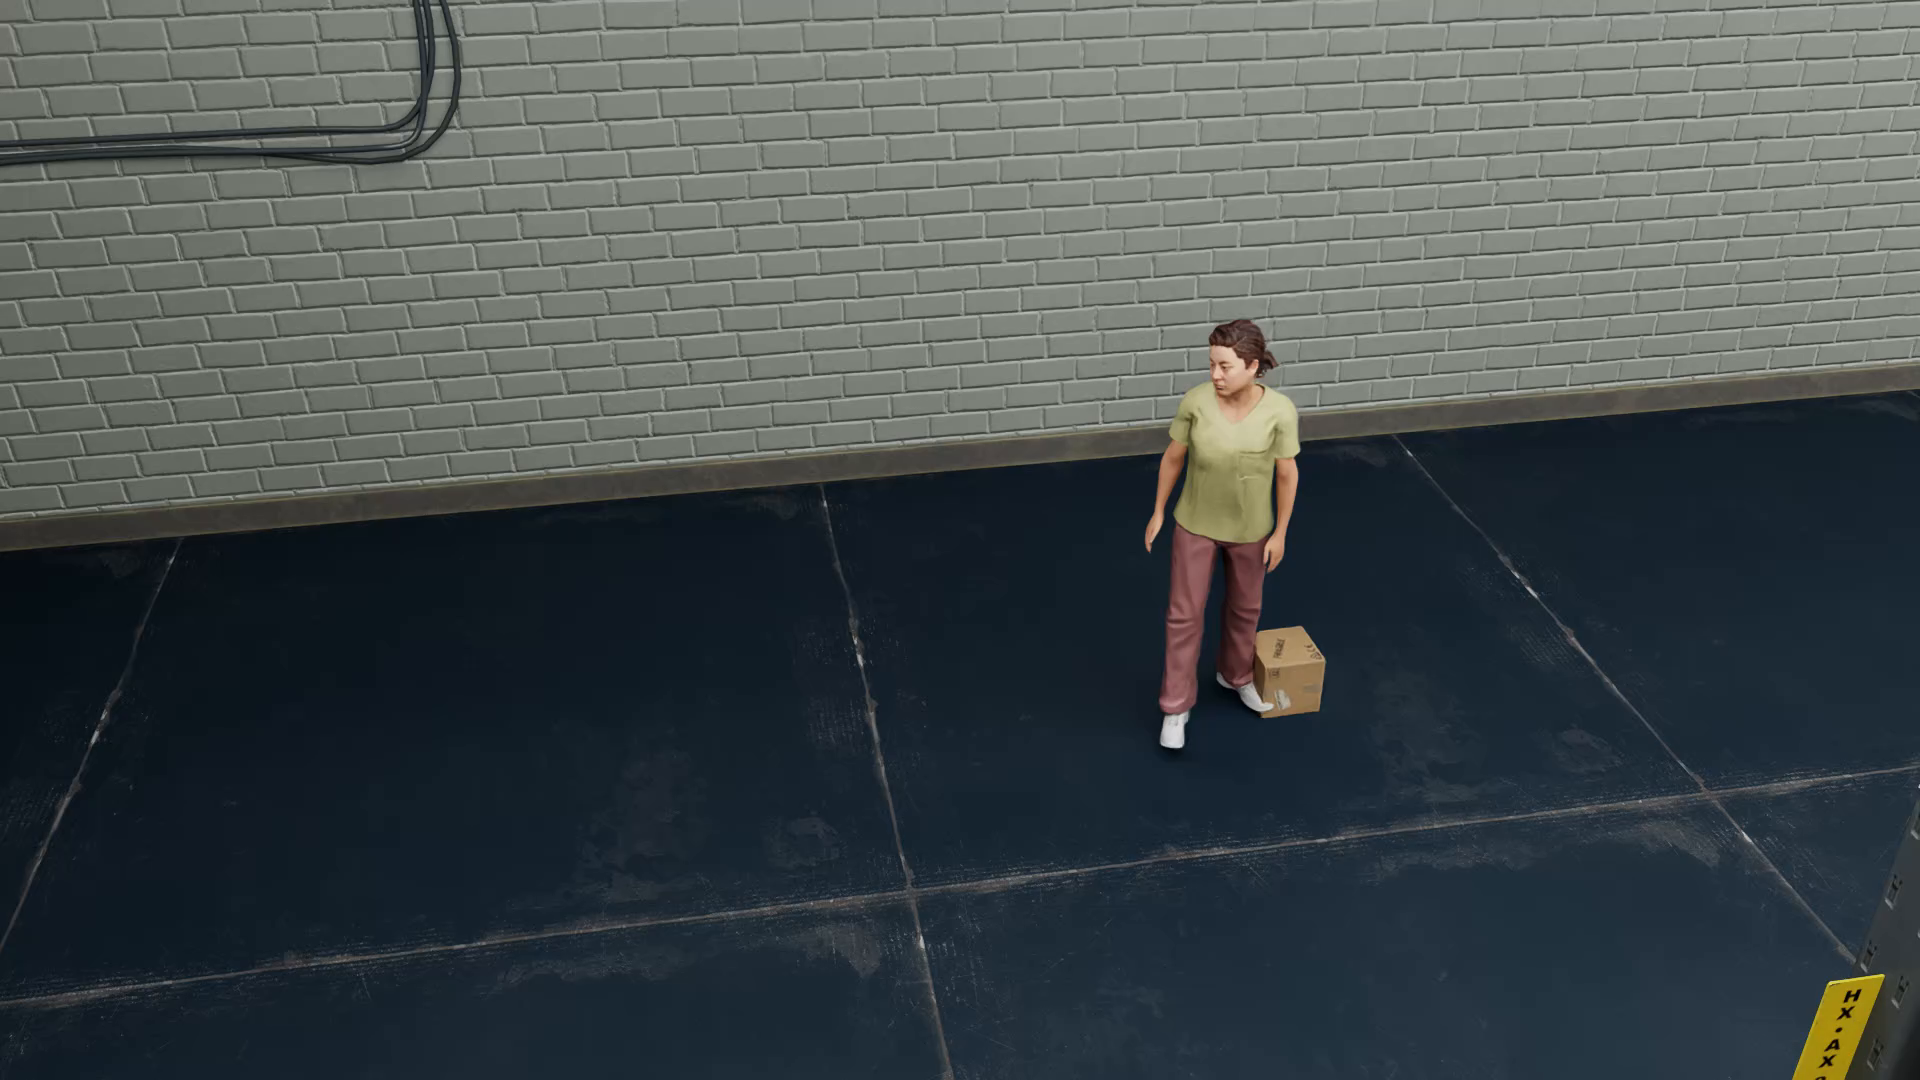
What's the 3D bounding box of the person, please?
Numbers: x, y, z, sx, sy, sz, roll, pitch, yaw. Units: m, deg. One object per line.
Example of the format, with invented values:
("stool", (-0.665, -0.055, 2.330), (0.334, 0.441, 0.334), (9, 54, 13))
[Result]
("person", (0.961, -0.026, 6.132), (0.550, 1.666, 0.584), (5, 31, 8))
